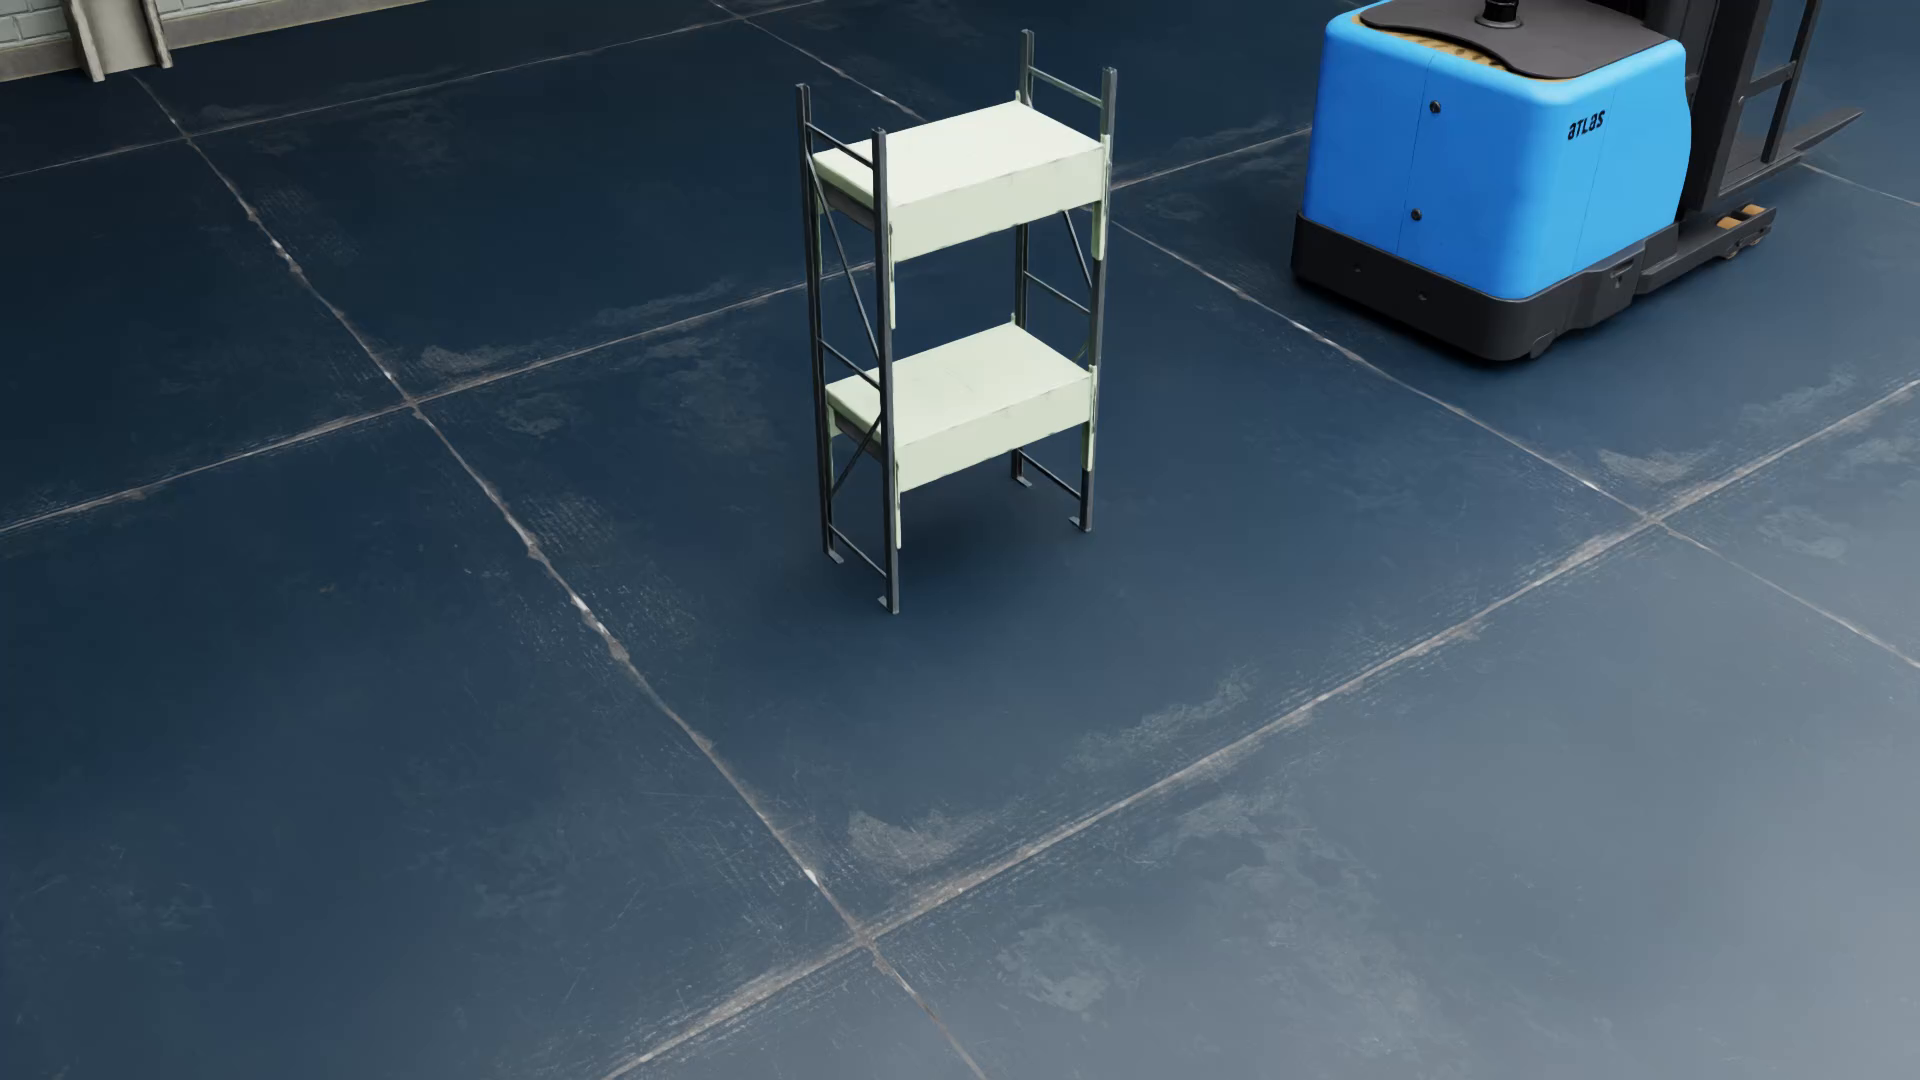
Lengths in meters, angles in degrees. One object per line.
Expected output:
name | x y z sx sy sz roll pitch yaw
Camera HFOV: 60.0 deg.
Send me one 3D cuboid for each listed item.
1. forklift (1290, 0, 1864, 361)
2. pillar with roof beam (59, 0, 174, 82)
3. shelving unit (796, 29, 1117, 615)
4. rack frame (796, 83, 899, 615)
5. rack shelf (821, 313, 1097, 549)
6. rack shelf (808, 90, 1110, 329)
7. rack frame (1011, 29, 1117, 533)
forklift | 2.770 -2.561 6.300 3.031 2.935 1.130 -26 43 -32
pillar with roof beam | -1.880 -4.080 3.216 0.400 9.000 9.100 -22 41 -28
shelving unit | -0.005 -0.607 4.809 0.755 1.500 0.431 -22 41 -28
rack frame | -0.305 -0.484 4.638 0.023 1.500 0.400 -22 41 -28
rack shelf | -0.005 -0.342 4.999 0.720 0.370 0.431 -22 41 -28
rack shelf | -0.005 -0.923 4.581 0.720 0.370 0.431 -22 41 -28
rack frame | 0.294 -0.730 4.980 0.023 1.500 0.400 -22 41 -28
